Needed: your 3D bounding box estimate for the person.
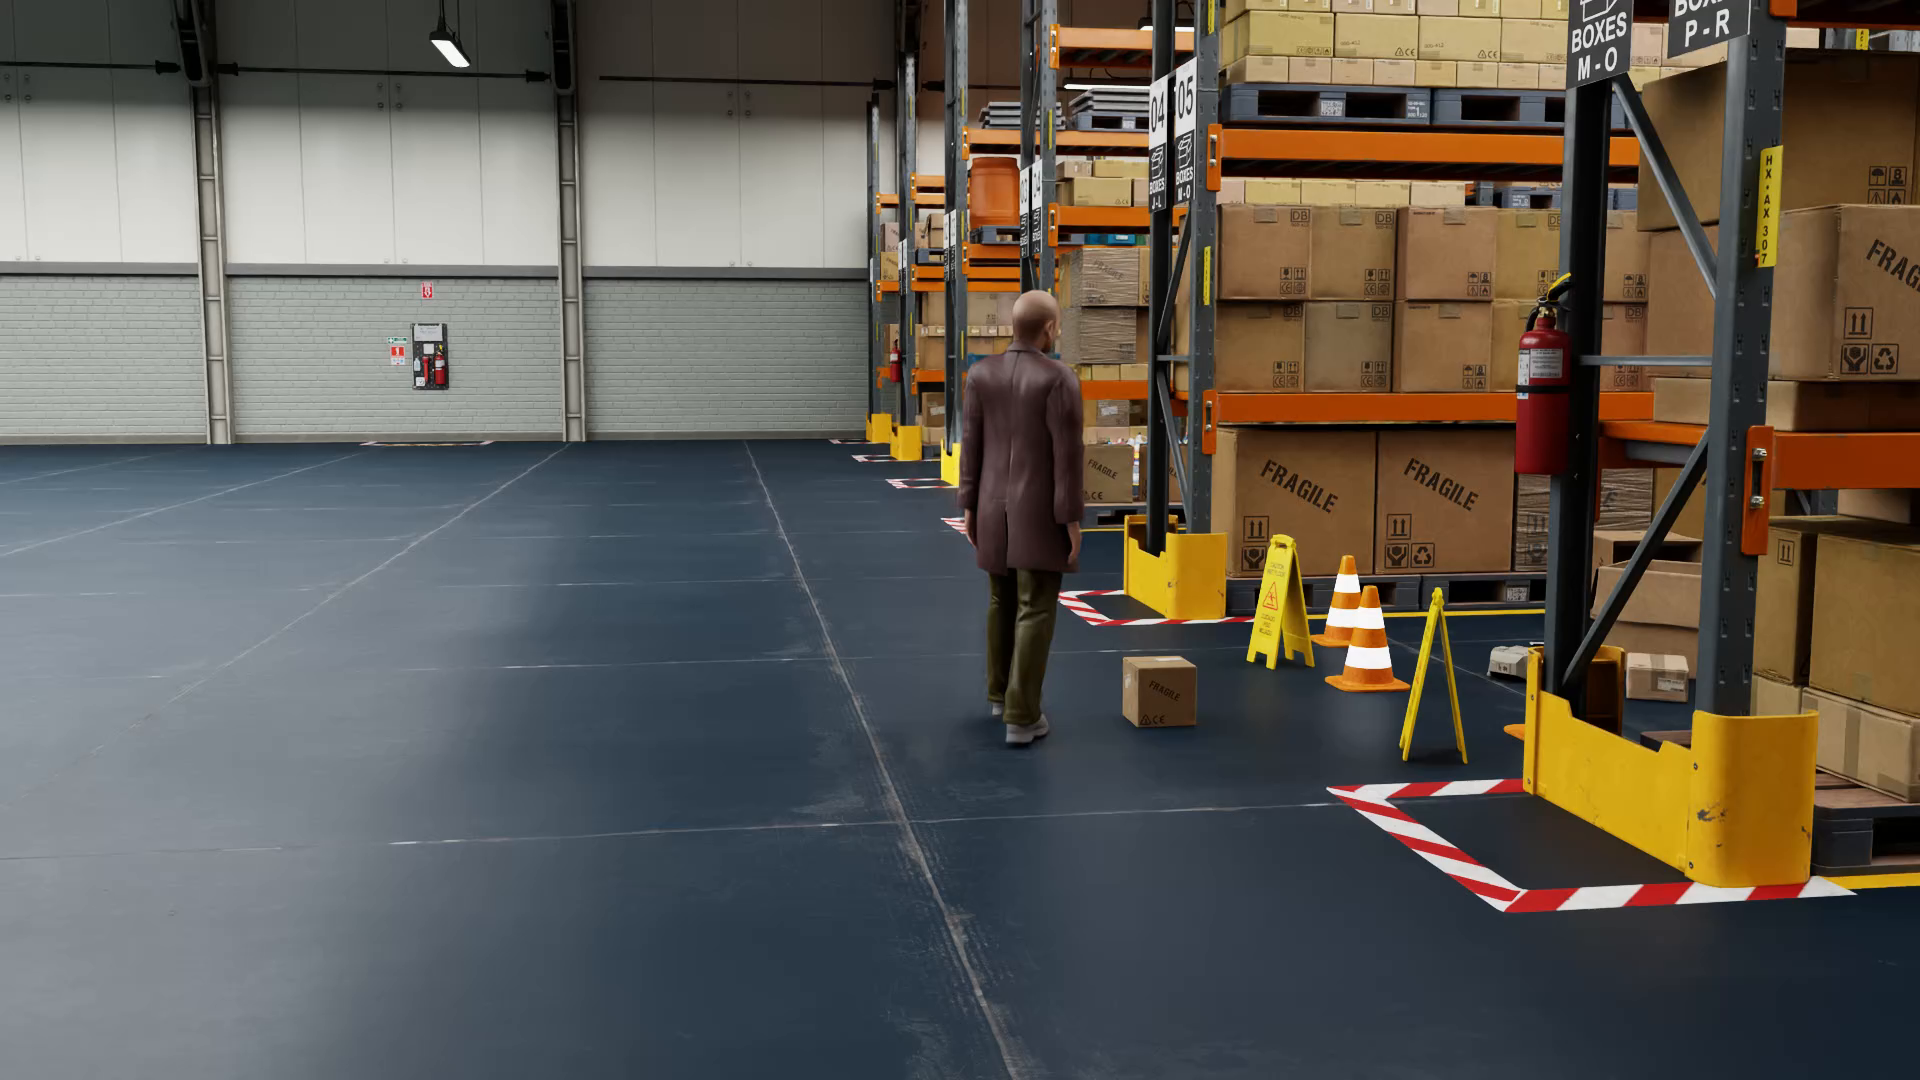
[{"bbox_3d":[0.318,-0.111,6.732,0.599,1.773,0.727,4,8,34],"label":"person"}]
